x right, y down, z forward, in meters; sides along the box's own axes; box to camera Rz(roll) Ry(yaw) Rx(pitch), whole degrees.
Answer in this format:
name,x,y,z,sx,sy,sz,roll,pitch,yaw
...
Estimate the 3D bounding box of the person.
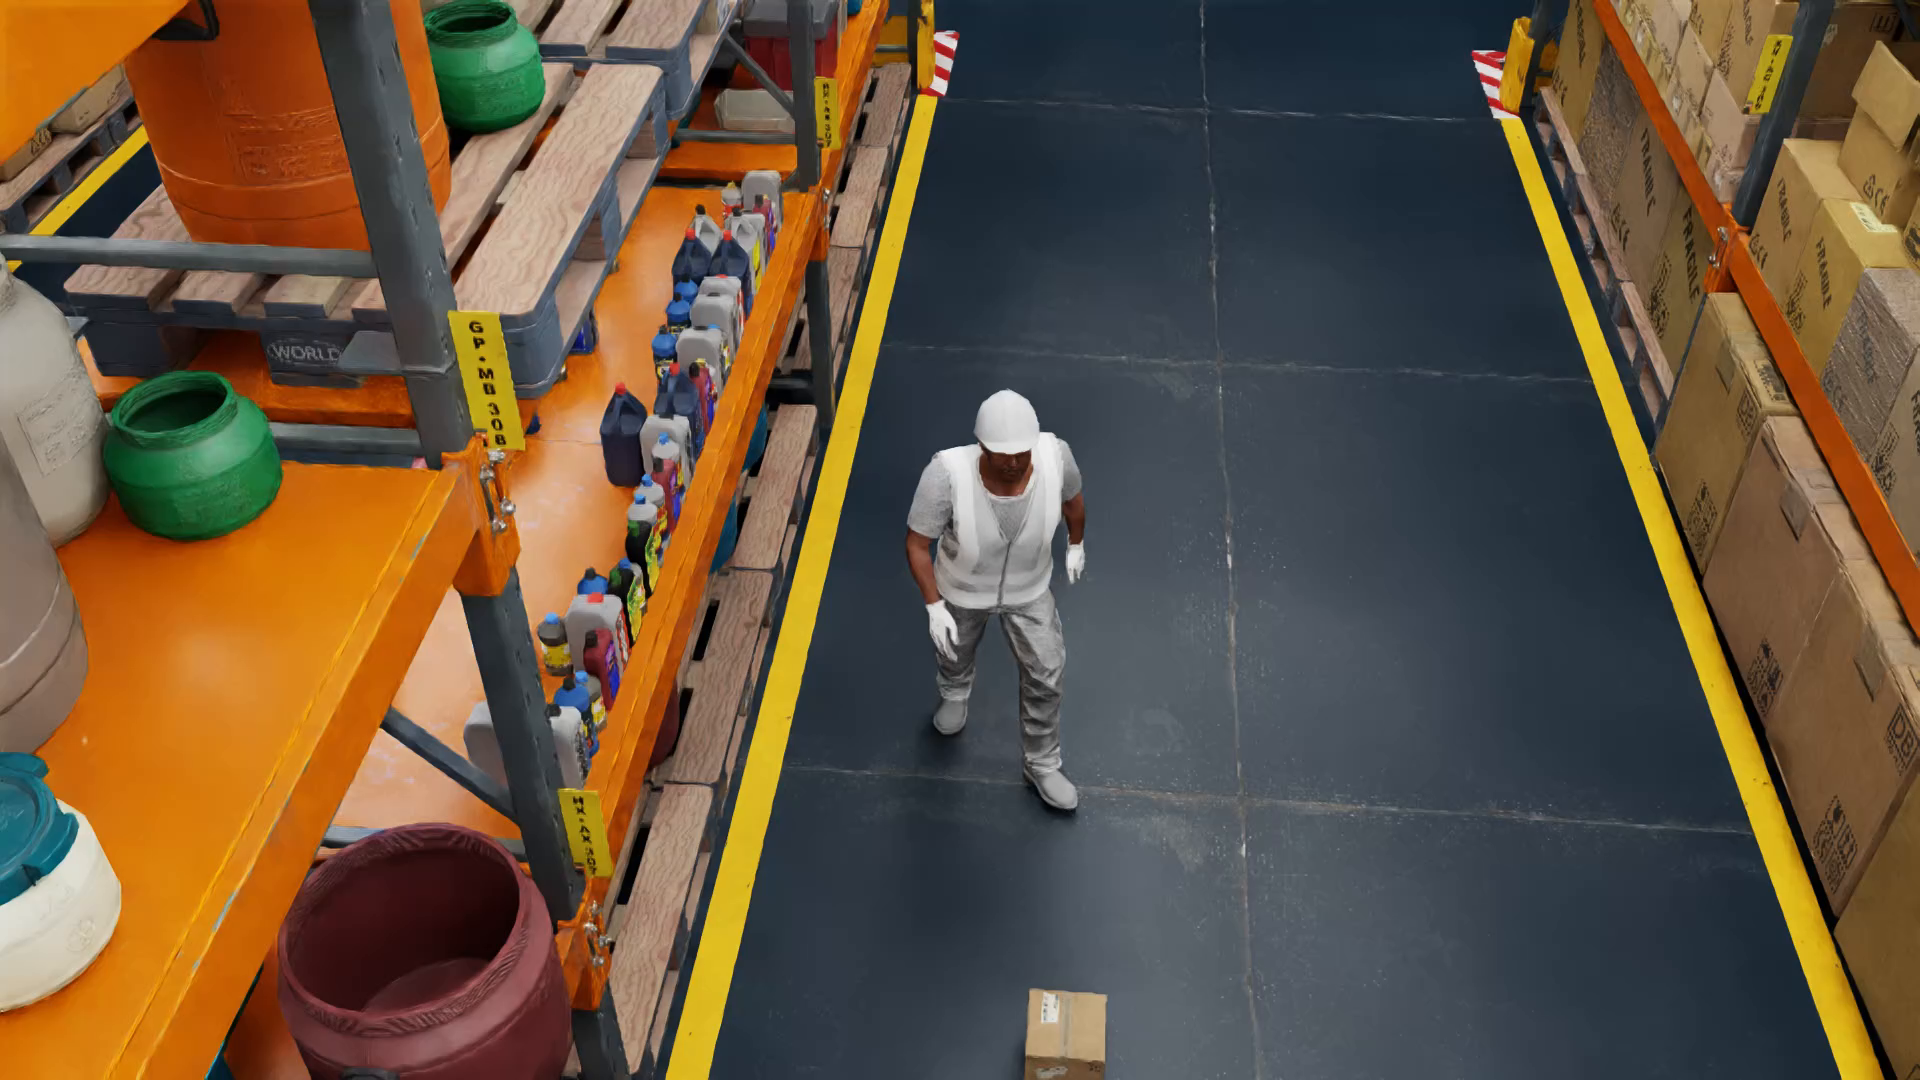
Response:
name,x,y,z,sx,sy,sz,roll,pitch,yaw
person,0.144,0.123,5.962,0.681,1.698,0.702,-6,40,-7
